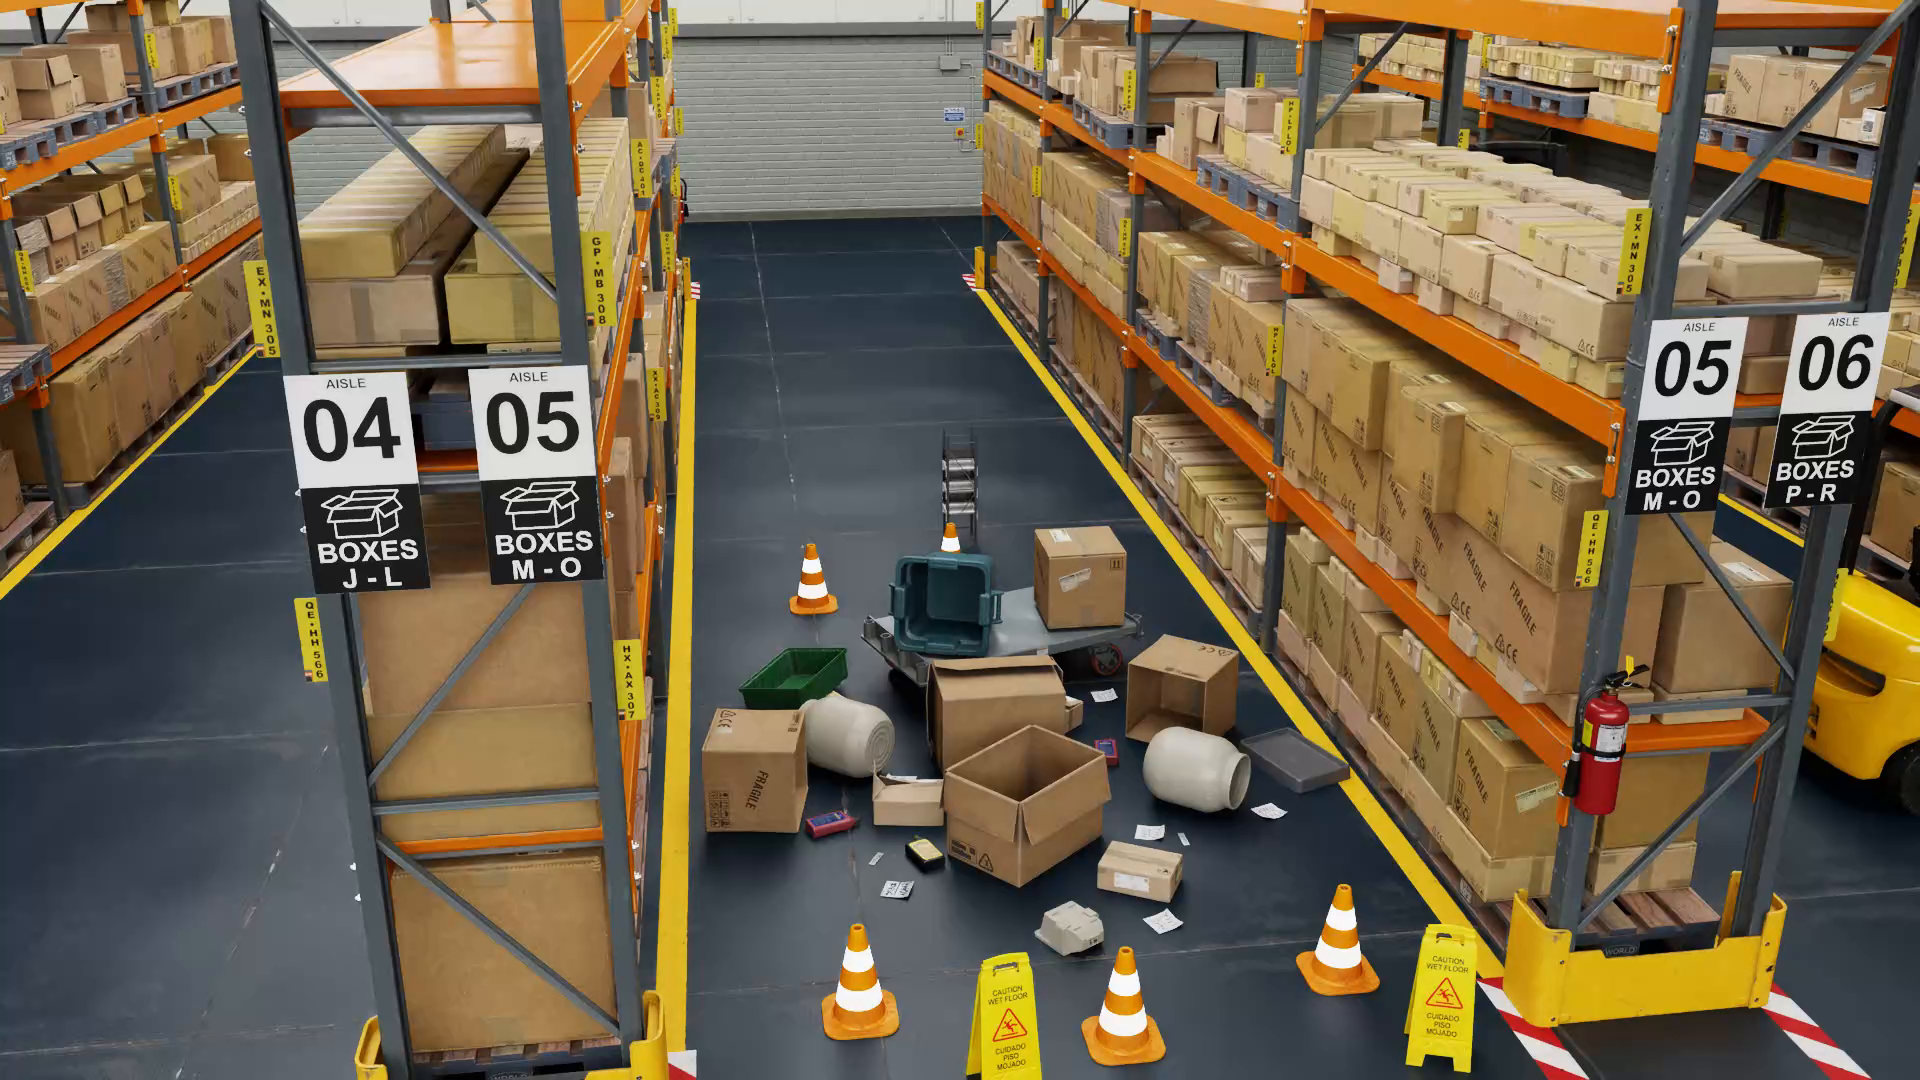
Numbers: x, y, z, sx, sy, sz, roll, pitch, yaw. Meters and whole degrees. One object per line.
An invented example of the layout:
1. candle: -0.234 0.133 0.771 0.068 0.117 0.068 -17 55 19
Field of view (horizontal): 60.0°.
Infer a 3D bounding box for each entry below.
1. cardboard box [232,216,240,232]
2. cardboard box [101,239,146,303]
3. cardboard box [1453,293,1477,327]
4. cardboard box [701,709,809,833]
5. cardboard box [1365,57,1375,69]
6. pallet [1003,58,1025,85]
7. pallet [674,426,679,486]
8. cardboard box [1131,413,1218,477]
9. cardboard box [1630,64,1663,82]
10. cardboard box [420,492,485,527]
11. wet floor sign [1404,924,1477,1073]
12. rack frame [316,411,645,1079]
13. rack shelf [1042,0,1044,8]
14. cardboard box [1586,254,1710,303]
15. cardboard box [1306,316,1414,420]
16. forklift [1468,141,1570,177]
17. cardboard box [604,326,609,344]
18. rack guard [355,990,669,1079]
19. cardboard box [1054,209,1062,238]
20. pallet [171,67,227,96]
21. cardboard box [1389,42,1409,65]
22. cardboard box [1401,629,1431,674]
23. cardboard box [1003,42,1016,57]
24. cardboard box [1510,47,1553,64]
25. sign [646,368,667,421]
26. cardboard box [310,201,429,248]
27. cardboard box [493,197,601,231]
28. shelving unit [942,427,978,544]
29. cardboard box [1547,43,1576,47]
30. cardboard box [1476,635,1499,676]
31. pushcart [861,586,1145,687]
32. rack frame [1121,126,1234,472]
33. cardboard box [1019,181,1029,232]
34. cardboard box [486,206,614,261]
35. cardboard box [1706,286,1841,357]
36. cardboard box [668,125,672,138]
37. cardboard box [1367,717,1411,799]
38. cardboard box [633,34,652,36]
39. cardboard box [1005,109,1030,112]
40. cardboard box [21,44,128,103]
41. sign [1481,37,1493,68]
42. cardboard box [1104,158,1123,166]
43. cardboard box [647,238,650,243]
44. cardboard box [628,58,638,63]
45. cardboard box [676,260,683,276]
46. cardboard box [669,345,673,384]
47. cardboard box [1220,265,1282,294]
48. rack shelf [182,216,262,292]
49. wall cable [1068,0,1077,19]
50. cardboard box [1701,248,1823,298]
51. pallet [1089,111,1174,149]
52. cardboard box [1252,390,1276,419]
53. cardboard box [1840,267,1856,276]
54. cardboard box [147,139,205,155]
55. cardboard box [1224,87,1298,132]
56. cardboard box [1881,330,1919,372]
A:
1. cardboard box: -8.410 -3.580 18.874 0.380 0.149 0.250 -3 21 -7
2. cardboard box: -7.946 -2.495 15.467 0.500 0.500 0.500 -3 21 -8
3. cardboard box: 2.621 -1.136 8.042 0.380 0.149 0.250 -3 21 -9
4. cardboard box: -1.115 1.261 9.121 0.500 0.500 0.500 1 20 2
5. cardboard box: 5.527 -6.251 21.737 0.380 0.149 0.250 -2 21 -7
6. pallet: 1.096 -5.518 19.542 1.003 0.211 1.213 -3 21 -8
7. pallet: -3.042 -0.744 14.905 1.003 0.211 1.213 -3 21 -8
8. cardboard box: 2.024 -0.833 14.316 0.950 0.372 0.625 -4 21 -11
9. cardboard box: 6.505 -4.357 15.526 0.380 0.149 0.250 -3 21 -9
10. cardboard box: -1.964 0.098 6.908 0.875 0.550 0.550 -3 21 -8
11. wet floor sign: 2.075 1.929 7.130 0.267 0.644 0.232 4 21 11
12. rack frame: -1.778 0.991 6.277 1.000 3.000 0.127 -3 21 -8
13. rack shelf: 1.088 -6.427 19.163 1.077 0.370 4.000 -3 21 -8
14. cardboard box: 2.765 -1.057 6.692 0.380 0.149 0.250 -3 21 -7
15. cardboard box: 2.430 -0.992 9.589 0.700 0.500 0.500 -3 21 -7
16. forklift: 4.523 -1.646 13.435 1.130 2.935 3.031 -3 21 -8
17. cardboard box: -1.583 -0.850 6.534 0.380 0.149 0.250 -3 21 -8
18. rack guard: -1.774 2.170 6.692 1.175 0.500 0.348 -3 21 -8
19. cardboard box: 1.263 -3.267 17.176 0.500 0.250 0.500 -3 21 -7
20. pallet: -8.710 -5.018 18.204 1.003 0.211 1.213 -3 21 -8
21. cardboard box: 5.659 -6.039 20.601 0.500 0.250 0.500 -4 21 -9
22. cardboard box: 2.544 0.576 8.718 0.380 0.149 0.250 -2 21 -5
23. cardboard box: 0.729 -5.976 20.259 0.380 0.149 0.250 -2 21 -6
24. cardboard box: 6.000 -5.067 17.398 0.380 0.149 0.250 -3 21 -9
25. sign: -1.805 -0.865 9.896 0.100 0.325 0.005 -3 21 -8
26. cardboard box: -2.234 -1.189 6.301 0.380 0.149 0.250 -3 21 -7
27. cardboard box: -1.583 -1.221 6.387 0.380 0.149 0.250 -3 21 -9
28. shelving unit: -0.001 -0.424 13.066 0.258 0.900 0.210 -3 21 -8
29. cardboard box: 6.470 -5.373 17.625 0.396 0.266 0.258 -3 21 -8
30. cardboard box: 2.678 0.533 7.861 0.380 0.149 0.250 -3 21 -9
31. pushcart: 0.280 0.682 10.851 1.648 0.377 0.936 -11 23 -26
32. rack frame: 1.953 -2.064 14.455 1.000 3.000 0.127 -3 21 -8
33. cardboard box: 0.977 -3.821 19.017 0.500 0.500 0.500 -3 21 -9
34. cardboard box: -1.741 -1.258 7.055 0.500 0.250 0.500 -3 21 -8
35. cardboard box: 3.297 -0.956 6.990 0.500 0.250 0.500 -3 21 -9
36. cardboard box: -3.463 -4.342 18.557 0.500 0.500 0.500 -3 21 -7
37. cardboard box: 2.575 1.170 9.125 0.500 0.250 0.500 -4 21 -10
38. cardboard box: -3.458 -5.394 18.013 0.380 0.149 0.250 -4 21 -9
39. cardboard box: 0.755 -5.155 20.231 0.380 0.149 0.250 -3 21 -7
40. cardboard box: -8.337 -4.397 15.673 0.700 0.500 0.500 -2 21 -6
41. sign: 5.752 -5.318 18.141 0.100 0.325 0.005 -3 21 -8
42. cardboard box: 1.771 -3.643 17.112 0.500 0.500 0.500 -3 21 -7
43. cardboard box: -2.916 -2.577 14.736 0.380 0.149 0.250 -4 21 -10
44. cardboard box: -2.867 -4.009 14.138 0.396 0.266 0.258 -3 21 -8
45. cardboard box: -3.615 -3.345 20.510 0.380 0.149 0.250 -3 21 -9
46. cardboard box: -2.864 -1.583 15.067 0.500 0.250 0.500 -3 21 -8
47. cardboard box: 2.064 -1.846 11.776 0.380 0.149 0.250 -4 21 -10
48. rack shelf: -8.719 -3.304 18.805 1.077 0.370 4.000 -3 21 -8
49. wall cable: 3.208 -9.781 26.490 2.988 3.039 0.133 -3 21 -8
50. cardboard box: 3.257 -1.088 6.775 0.380 0.149 0.250 -3 21 -8
51. pallet: 1.807 -3.601 14.553 1.213 0.211 1.003 -2 21 -5
52. cardboard box: 2.182 -0.922 11.157 0.380 0.149 0.250 -3 21 -7
53. cardboard box: 7.420 -2.128 13.557 0.380 0.149 0.250 -3 21 -9
54. cardboard box: -9.133 -4.401 19.431 0.500 0.500 0.500 -3 21 -9
55. cardboard box: 2.151 -2.991 11.550 0.500 0.250 0.500 -3 21 -7
56. cardboard box: 7.036 -1.429 12.256 0.500 0.250 0.500 -3 21 -9
